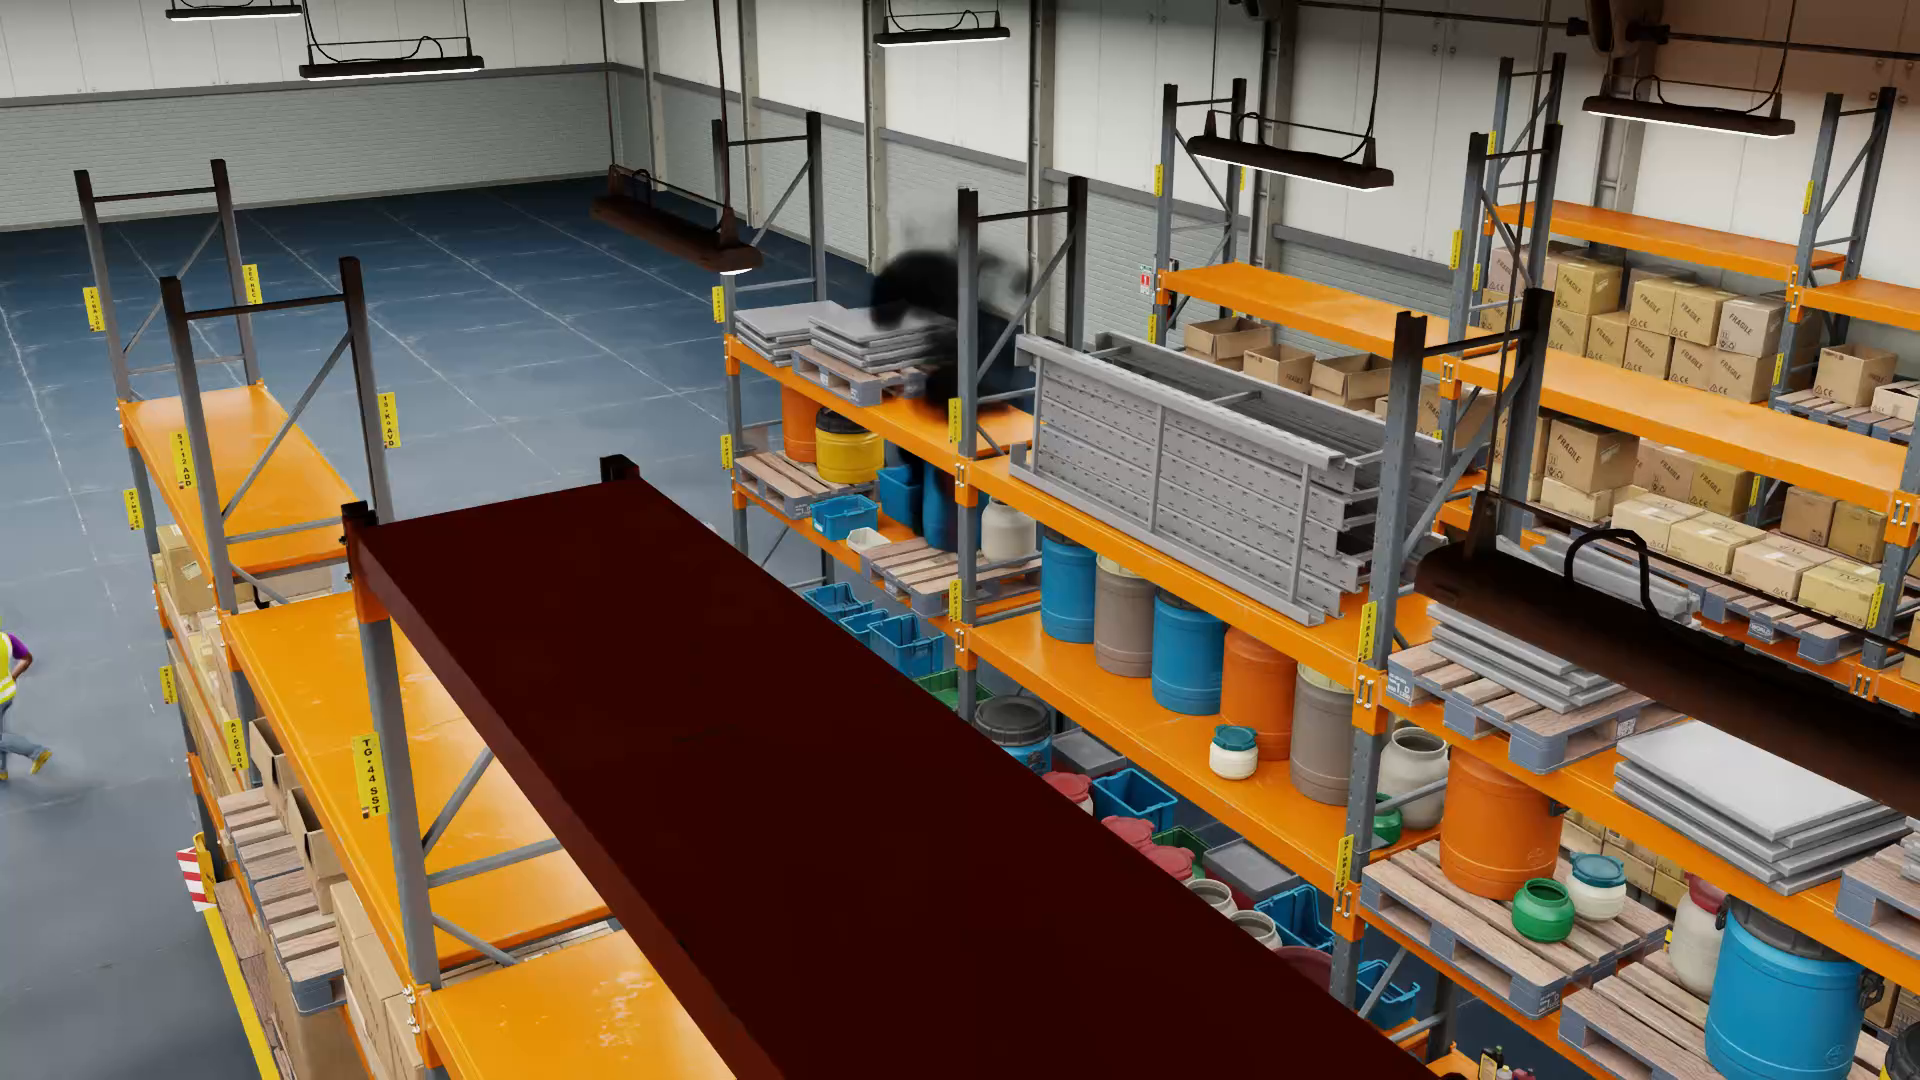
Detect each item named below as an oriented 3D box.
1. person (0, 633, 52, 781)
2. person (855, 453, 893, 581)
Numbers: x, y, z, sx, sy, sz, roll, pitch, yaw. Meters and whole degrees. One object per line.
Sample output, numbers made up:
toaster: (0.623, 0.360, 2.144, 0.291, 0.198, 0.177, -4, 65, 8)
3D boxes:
person: (-8.909, 1.475, 15.386, 0.823, 1.763, 0.690, 3, 22, 8)
person: (-0.902, -0.236, 19.832, 0.760, 1.700, 0.577, 0, 22, -1)
